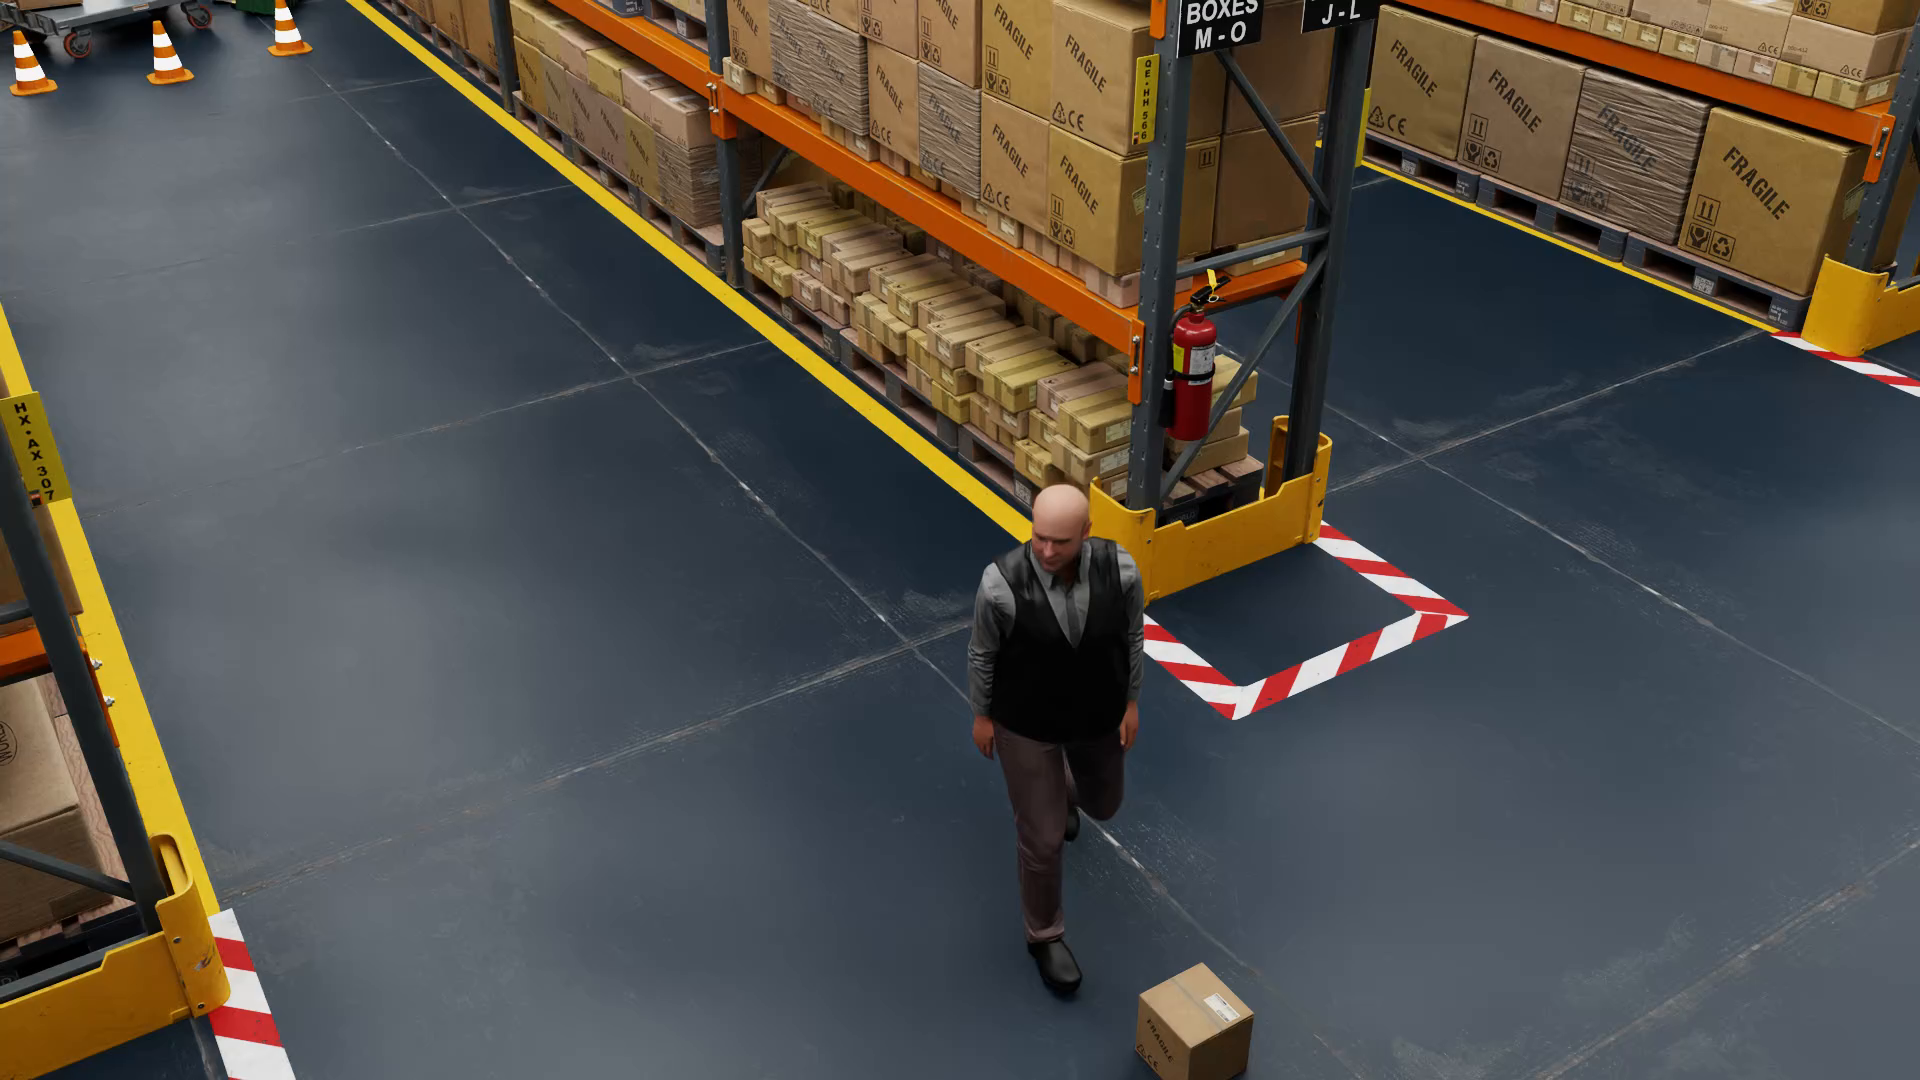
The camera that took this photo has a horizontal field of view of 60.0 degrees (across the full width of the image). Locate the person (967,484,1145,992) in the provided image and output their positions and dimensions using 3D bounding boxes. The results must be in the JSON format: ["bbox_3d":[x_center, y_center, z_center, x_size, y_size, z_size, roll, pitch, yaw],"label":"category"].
[{"bbox_3d":[0.302,0.539,5.308,0.554,1.701,0.873,-9,34,-14],"label":"person"}]
